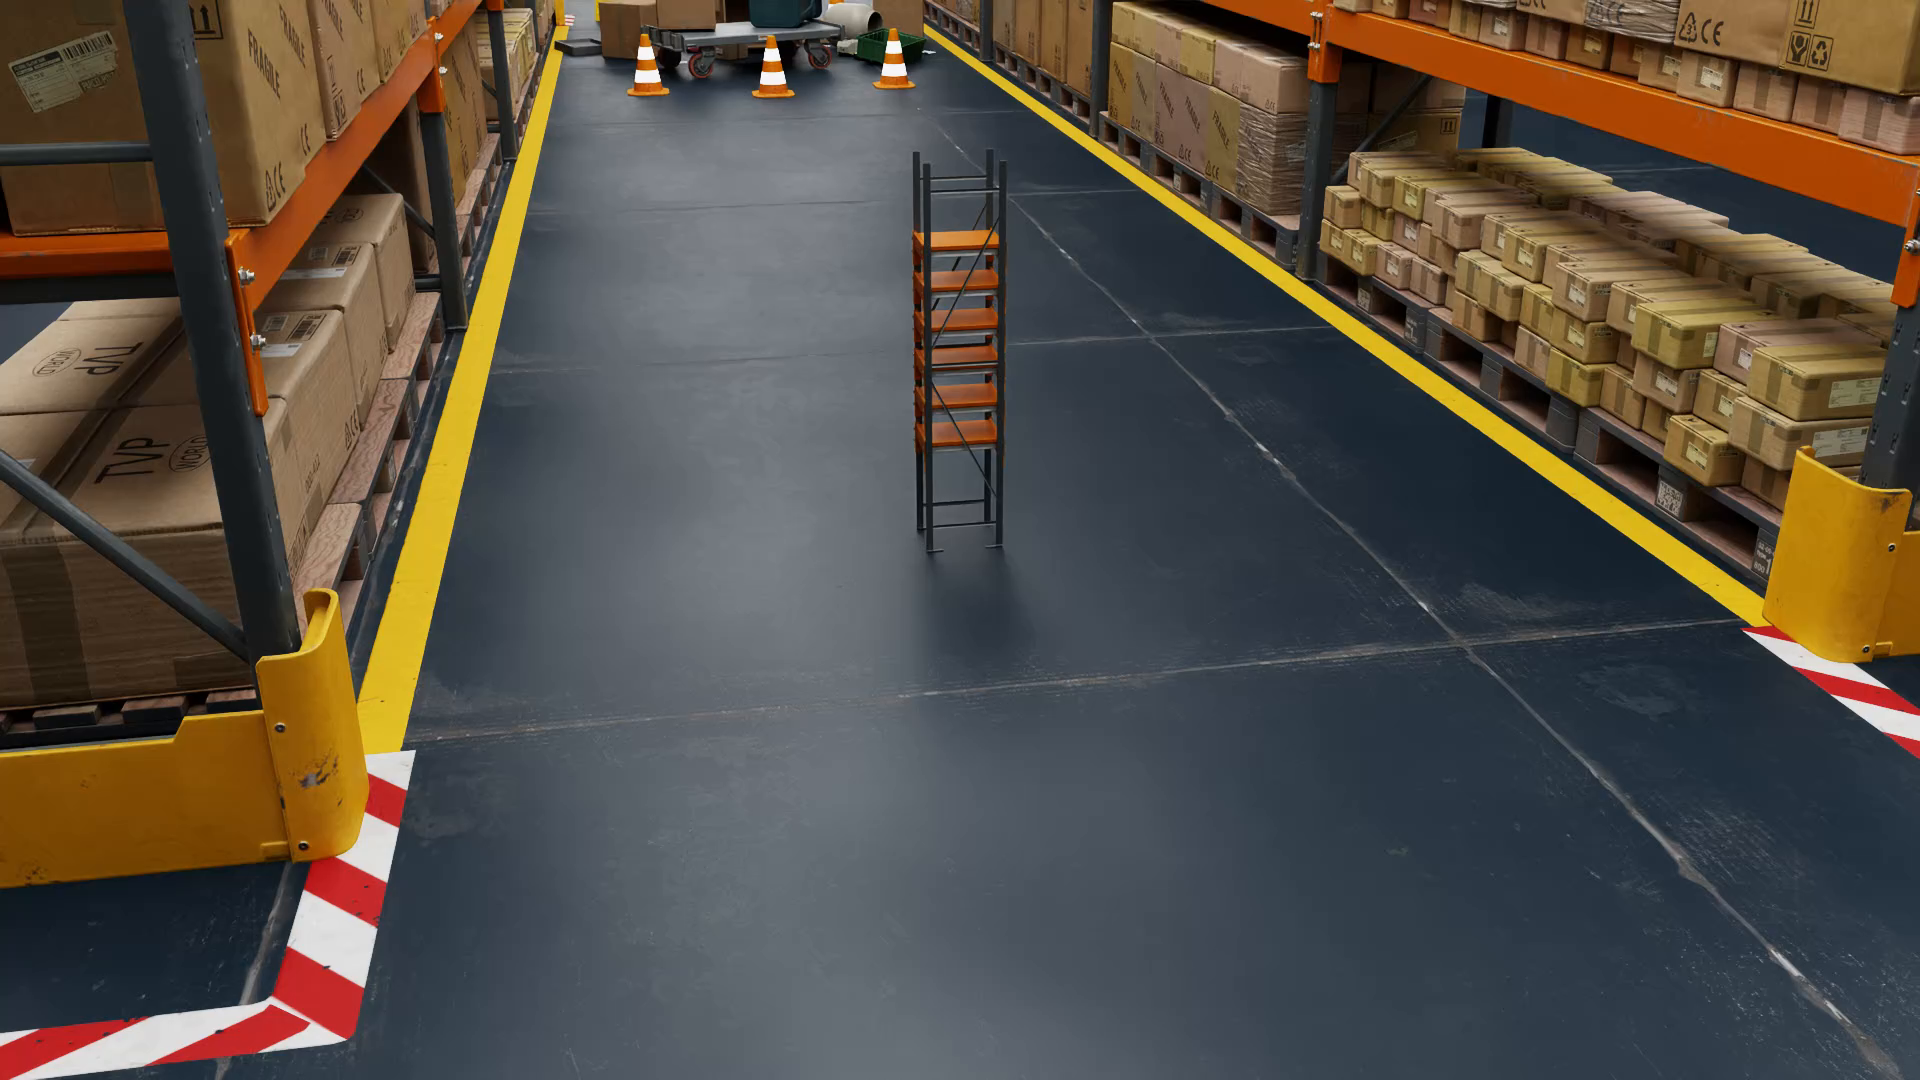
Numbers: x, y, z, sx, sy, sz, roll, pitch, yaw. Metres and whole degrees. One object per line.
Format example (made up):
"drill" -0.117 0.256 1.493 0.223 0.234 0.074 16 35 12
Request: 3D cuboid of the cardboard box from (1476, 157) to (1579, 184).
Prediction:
"cardboard box" 2.568 -1.632 7.532 0.380 0.149 0.250 -4 24 -9

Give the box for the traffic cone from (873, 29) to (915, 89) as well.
"traffic cone" -0.555 -4.036 13.913 0.336 0.463 0.334 -4 24 -10

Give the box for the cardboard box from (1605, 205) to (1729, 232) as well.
"cardboard box" 2.795 -1.222 6.593 0.380 0.149 0.250 -5 24 -12

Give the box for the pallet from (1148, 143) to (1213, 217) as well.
"pallet" 1.785 -2.200 10.024 1.003 0.211 1.213 -4 24 -10

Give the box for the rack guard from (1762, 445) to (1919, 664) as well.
"rack guard" 2.885 -0.002 4.630 1.175 0.500 0.348 -4 24 -10

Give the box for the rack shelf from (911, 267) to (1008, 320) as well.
"rack shelf" -0.003 -0.735 4.945 0.258 0.103 0.180 -4 24 -10

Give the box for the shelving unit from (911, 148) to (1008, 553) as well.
"shelving unit" -0.003 -0.556 5.023 0.258 1.200 0.189 -4 24 -10

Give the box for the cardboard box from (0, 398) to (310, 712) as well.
"cardboard box" -2.167 0.018 4.138 0.875 0.438 0.875 -5 24 -12

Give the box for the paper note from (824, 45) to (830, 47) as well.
"paper note" -1.369 -4.872 16.378 0.172 0.023 0.155 4 24 9

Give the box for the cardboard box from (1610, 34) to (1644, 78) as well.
"cardboard box" 2.410 -1.623 5.533 0.380 0.149 0.250 -5 24 -12

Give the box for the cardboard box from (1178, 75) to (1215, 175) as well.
"cardboard box" 1.590 -2.414 9.629 0.500 0.500 0.500 -5 24 -11

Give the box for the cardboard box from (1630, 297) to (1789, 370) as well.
"cardboard box" 2.390 -0.661 5.311 0.380 0.149 0.250 -5 24 -11

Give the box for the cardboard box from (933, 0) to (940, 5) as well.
"cardboard box" 0.131 -6.368 18.213 0.875 0.875 0.875 -4 24 -9

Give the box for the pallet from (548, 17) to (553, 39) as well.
"pallet" -4.776 -5.375 17.294 1.003 0.211 1.213 -4 24 -10

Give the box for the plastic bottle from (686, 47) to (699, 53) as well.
"plastic bottle" -2.561 -4.732 16.007 0.133 0.061 0.283 0 24 -1

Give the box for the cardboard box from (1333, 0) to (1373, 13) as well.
"cardboard box" 1.891 -2.440 7.404 0.380 0.149 0.250 -3 24 -8

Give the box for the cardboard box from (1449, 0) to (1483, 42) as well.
"cardboard box" 2.139 -2.032 6.469 0.380 0.149 0.250 -4 24 -9

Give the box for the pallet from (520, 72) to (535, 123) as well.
"pallet" -3.791 -3.367 12.695 1.003 0.211 1.213 -4 24 -10

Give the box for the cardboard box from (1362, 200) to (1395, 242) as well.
"cardboard box" 2.047 -1.454 7.498 0.380 0.149 0.250 -4 24 -9

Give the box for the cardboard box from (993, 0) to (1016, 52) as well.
"cardboard box" 0.884 -4.762 14.691 1.050 0.750 0.750 -4 24 -10

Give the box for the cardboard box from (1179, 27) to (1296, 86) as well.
"cardboard box" 1.580 -2.766 9.497 0.500 0.250 0.500 -5 24 -12

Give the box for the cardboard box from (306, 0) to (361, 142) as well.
"cardboard box" -1.950 -1.366 4.505 0.500 0.500 0.500 -4 24 -10

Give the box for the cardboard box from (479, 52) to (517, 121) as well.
"cardboard box" -3.520 -3.070 11.289 0.950 0.372 0.625 -6 24 -13

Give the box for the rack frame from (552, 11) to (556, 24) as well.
"rack frame" -4.905 -7.005 17.542 1.000 3.000 0.127 -4 24 -10

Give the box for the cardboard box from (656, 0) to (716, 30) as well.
"cardboard box" -2.422 -4.777 14.617 0.500 0.500 0.500 -4 24 -10

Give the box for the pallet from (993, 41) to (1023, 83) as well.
"pallet" 0.897 -4.262 14.745 1.003 0.211 1.213 -4 24 -10

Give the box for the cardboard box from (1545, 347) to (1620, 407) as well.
"cardboard box" 2.319 -0.591 5.893 0.380 0.149 0.250 -5 24 -12

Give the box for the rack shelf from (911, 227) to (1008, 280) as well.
"rack shelf" -0.003 -0.845 4.897 0.258 0.103 0.180 -4 24 -10

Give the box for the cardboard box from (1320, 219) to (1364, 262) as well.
"cardboard box" 1.911 -1.410 7.768 0.380 0.149 0.250 -5 24 -12

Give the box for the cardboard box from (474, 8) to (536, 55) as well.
"cardboard box" -4.066 -4.214 13.909 0.950 0.372 0.625 -4 24 -9

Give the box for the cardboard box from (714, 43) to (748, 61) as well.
"cardboard box" -2.207 -4.658 15.584 0.396 0.266 0.258 18 29 36

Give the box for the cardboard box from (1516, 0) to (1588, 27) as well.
"cardboard box" 2.288 -2.056 5.714 0.500 0.500 0.500 -3 24 -7

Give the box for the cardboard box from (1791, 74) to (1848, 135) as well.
"cardboard box" 2.552 -1.211 4.588 0.380 0.149 0.250 -4 24 -10

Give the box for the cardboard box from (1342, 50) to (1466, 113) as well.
"cardboard box" 2.283 -2.392 8.641 0.500 0.250 0.500 -5 24 -12

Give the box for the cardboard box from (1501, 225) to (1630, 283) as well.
"cardboard box" 2.284 -1.082 6.274 0.380 0.149 0.250 -4 24 -9

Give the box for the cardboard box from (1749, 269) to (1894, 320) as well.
"cardboard box" 2.919 -0.807 5.644 0.380 0.149 0.250 -5 24 -12

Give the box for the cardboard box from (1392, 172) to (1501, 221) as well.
"cardboard box" 2.108 -1.490 7.209 0.380 0.149 0.250 -5 24 -10

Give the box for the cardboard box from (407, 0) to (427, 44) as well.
"cardboard box" -2.349 -2.167 6.340 0.500 0.500 0.500 -4 24 -9

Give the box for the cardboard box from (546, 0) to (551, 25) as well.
"cardboard box" -4.301 -5.230 16.387 0.500 0.250 0.500 -5 24 -12

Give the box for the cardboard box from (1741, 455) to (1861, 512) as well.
"cardboard box" 2.597 -0.195 4.987 0.380 0.149 0.250 -4 24 -9

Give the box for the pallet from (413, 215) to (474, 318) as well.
"pallet" -2.903 -1.305 7.975 1.003 0.211 1.213 -4 24 -10

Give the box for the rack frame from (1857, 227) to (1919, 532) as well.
"rack frame" 2.900 -1.118 4.062 1.000 3.000 0.127 -4 24 -10

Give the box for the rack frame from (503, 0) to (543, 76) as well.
"rack frame" -4.165 -5.432 13.939 1.000 3.000 0.127 -4 24 -10

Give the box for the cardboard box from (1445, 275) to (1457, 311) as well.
"cardboard box" 2.238 -1.012 6.857 0.380 0.149 0.250 -5 24 -12

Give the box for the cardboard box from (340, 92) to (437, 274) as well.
"cardboard box" -2.879 -1.742 7.620 0.875 0.875 0.875 -4 24 -8

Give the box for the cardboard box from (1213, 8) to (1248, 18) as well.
"cardboard box" 1.908 -3.208 10.508 0.500 0.250 0.500 -4 24 -9

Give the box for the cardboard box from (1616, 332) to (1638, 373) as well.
"cardboard box" 2.475 -0.644 5.643 0.380 0.149 0.250 -5 24 -10

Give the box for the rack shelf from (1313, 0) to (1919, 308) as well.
"rack shelf" 2.530 -1.575 6.007 1.077 0.370 4.000 -4 24 -10

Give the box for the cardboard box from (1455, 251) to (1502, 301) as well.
"cardboard box" 2.187 -1.041 6.551 0.380 0.149 0.250 -4 24 -10

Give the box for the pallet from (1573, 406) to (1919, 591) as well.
"pallet" 2.770 -0.192 5.426 1.003 0.211 1.213 -4 24 -10
